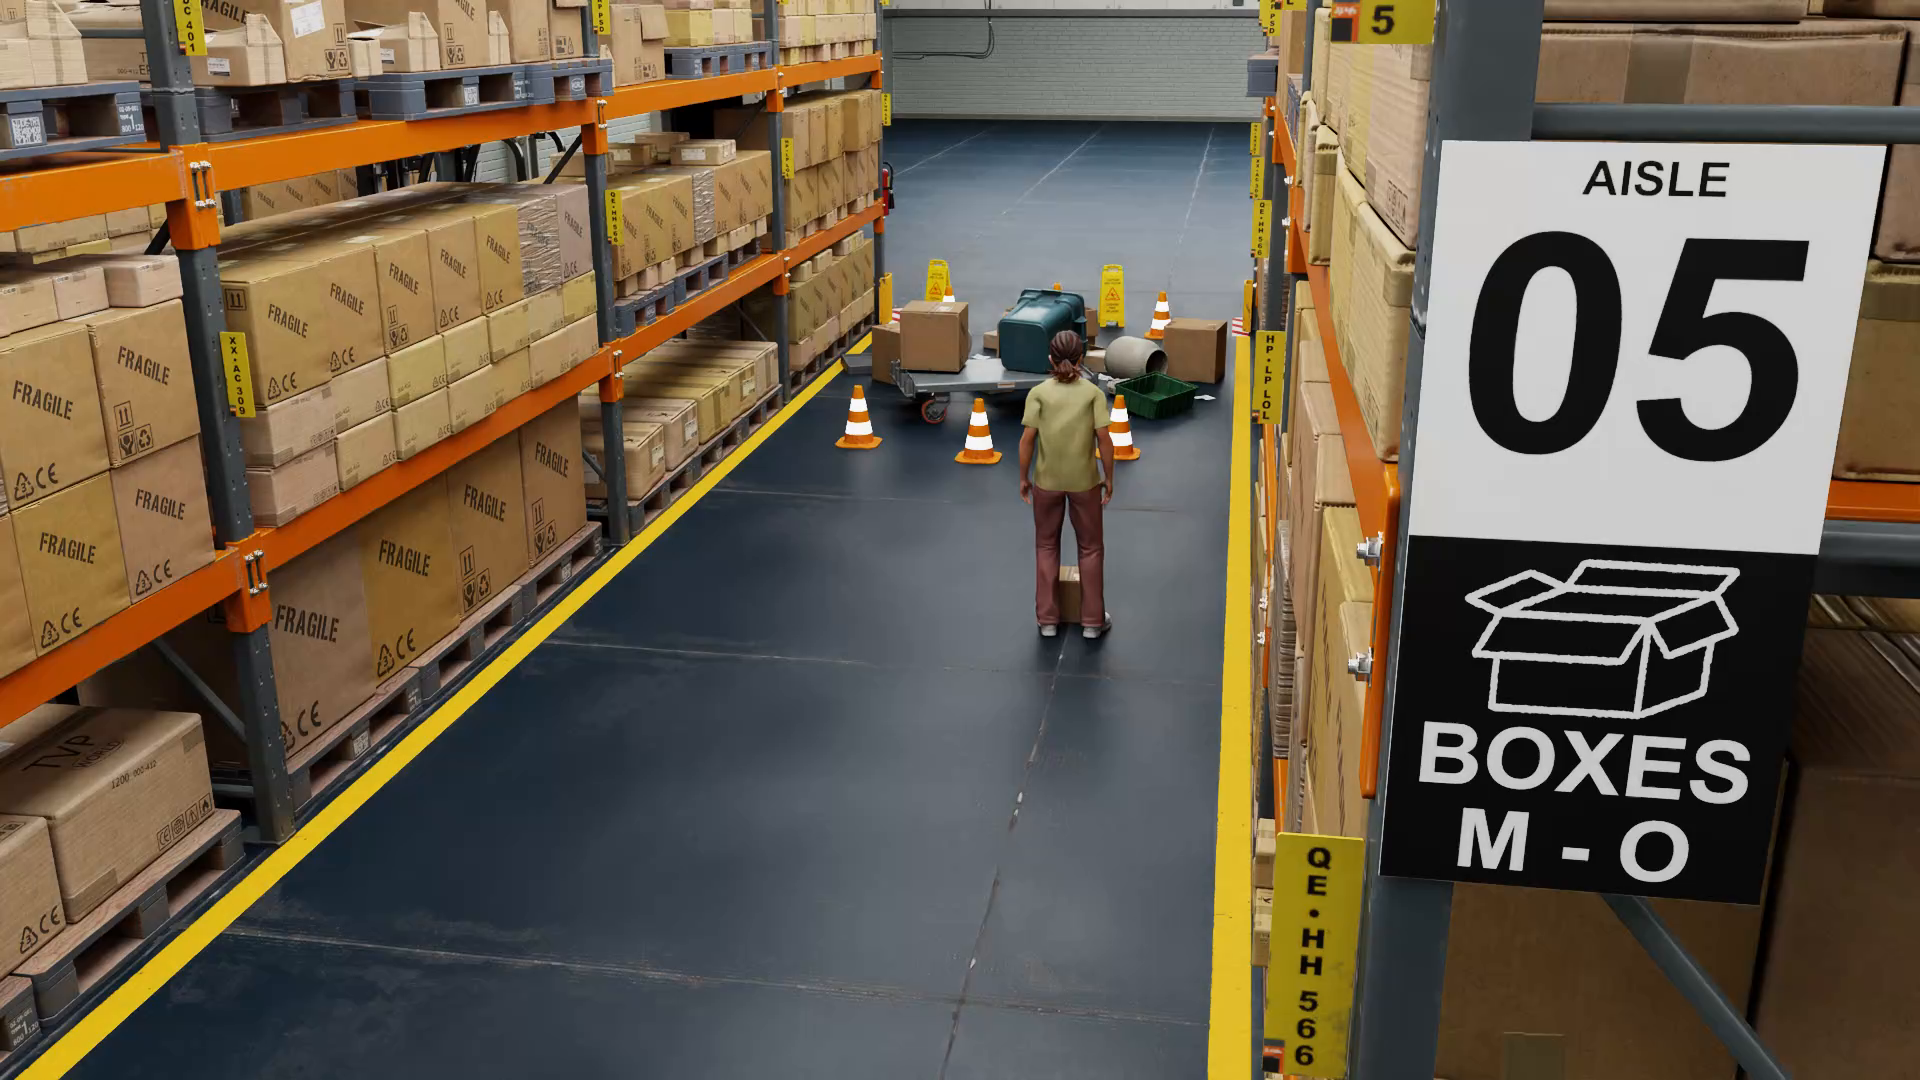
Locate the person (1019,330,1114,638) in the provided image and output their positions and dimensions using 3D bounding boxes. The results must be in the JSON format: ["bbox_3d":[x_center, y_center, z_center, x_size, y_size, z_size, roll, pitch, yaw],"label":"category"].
[{"bbox_3d":[0.579,-0.295,8.965,0.520,1.673,0.355,2,18,6],"label":"person"}]
